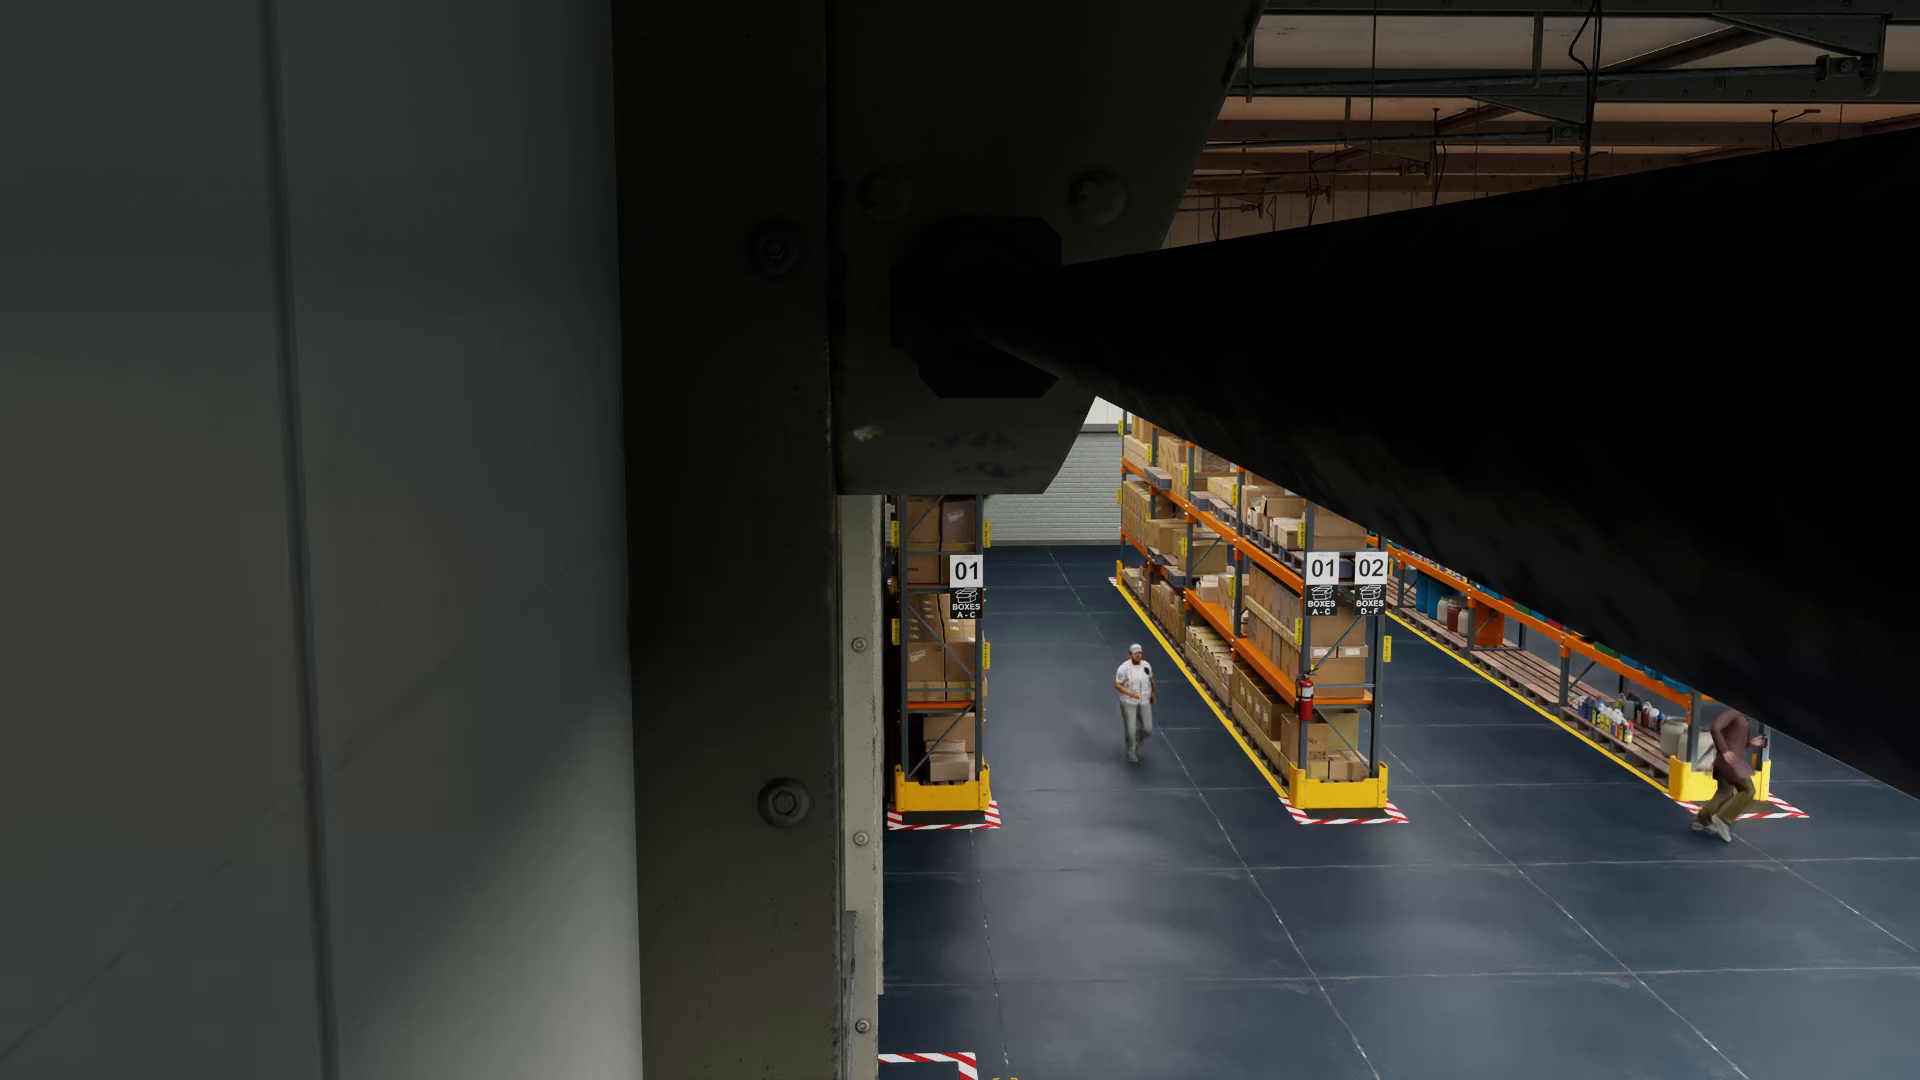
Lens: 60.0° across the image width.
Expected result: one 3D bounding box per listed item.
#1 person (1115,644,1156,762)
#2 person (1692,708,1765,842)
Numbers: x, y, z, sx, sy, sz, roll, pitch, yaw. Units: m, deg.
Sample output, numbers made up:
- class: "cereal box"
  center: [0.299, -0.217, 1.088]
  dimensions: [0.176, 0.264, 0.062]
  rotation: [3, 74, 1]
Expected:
- class: "person"
  center: [2.409, 2.217, 22.570]
  dimensions: [0.600, 1.628, 0.538]
  rotation: [-2, 9, -12]
- class: "person"
  center: [9.060, 2.624, 19.570]
  dimensions: [0.715, 1.699, 0.838]
  rotation: [4, 9, 26]
